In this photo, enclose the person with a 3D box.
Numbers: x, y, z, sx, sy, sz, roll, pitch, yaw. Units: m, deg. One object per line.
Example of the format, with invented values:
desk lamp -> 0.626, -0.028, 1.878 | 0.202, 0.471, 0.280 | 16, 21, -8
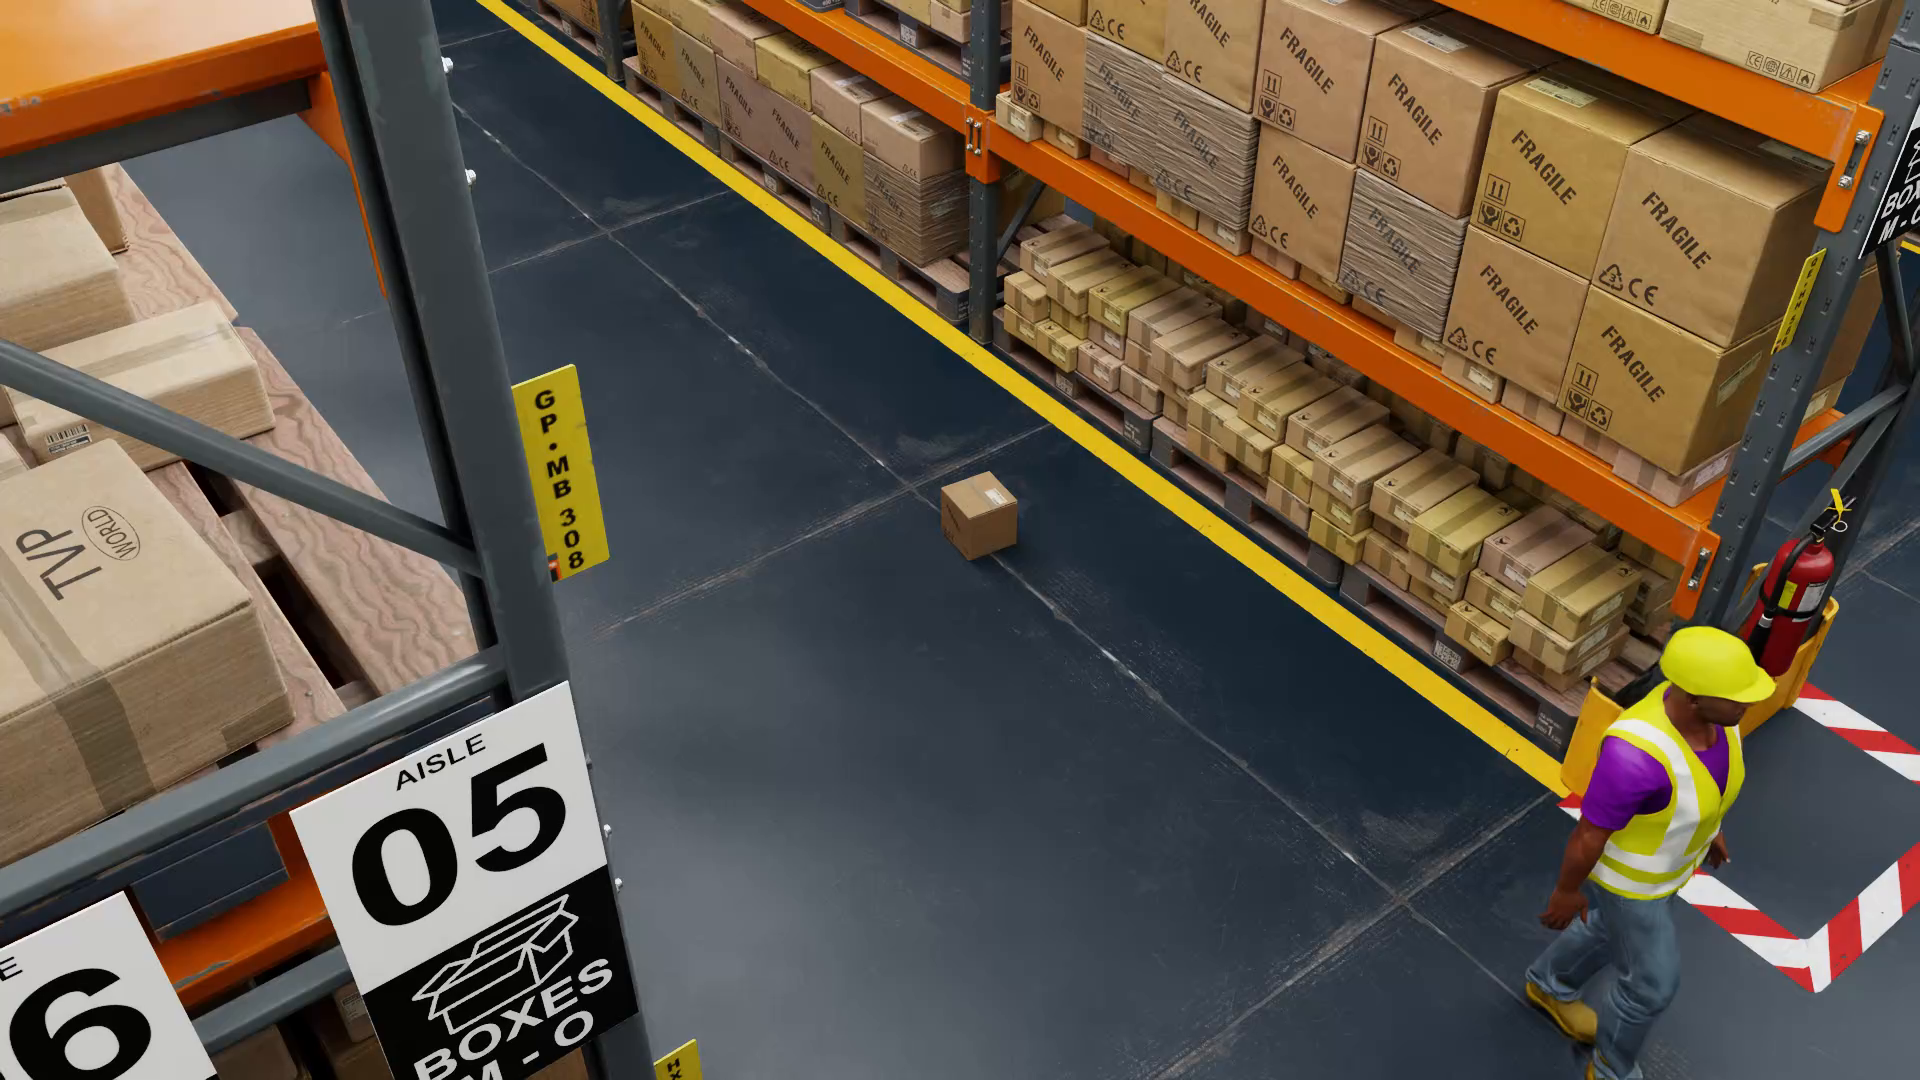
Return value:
person -> 2.112, 1.014, 4.951 | 0.643, 1.823, 0.600 | -33, 50, -33
